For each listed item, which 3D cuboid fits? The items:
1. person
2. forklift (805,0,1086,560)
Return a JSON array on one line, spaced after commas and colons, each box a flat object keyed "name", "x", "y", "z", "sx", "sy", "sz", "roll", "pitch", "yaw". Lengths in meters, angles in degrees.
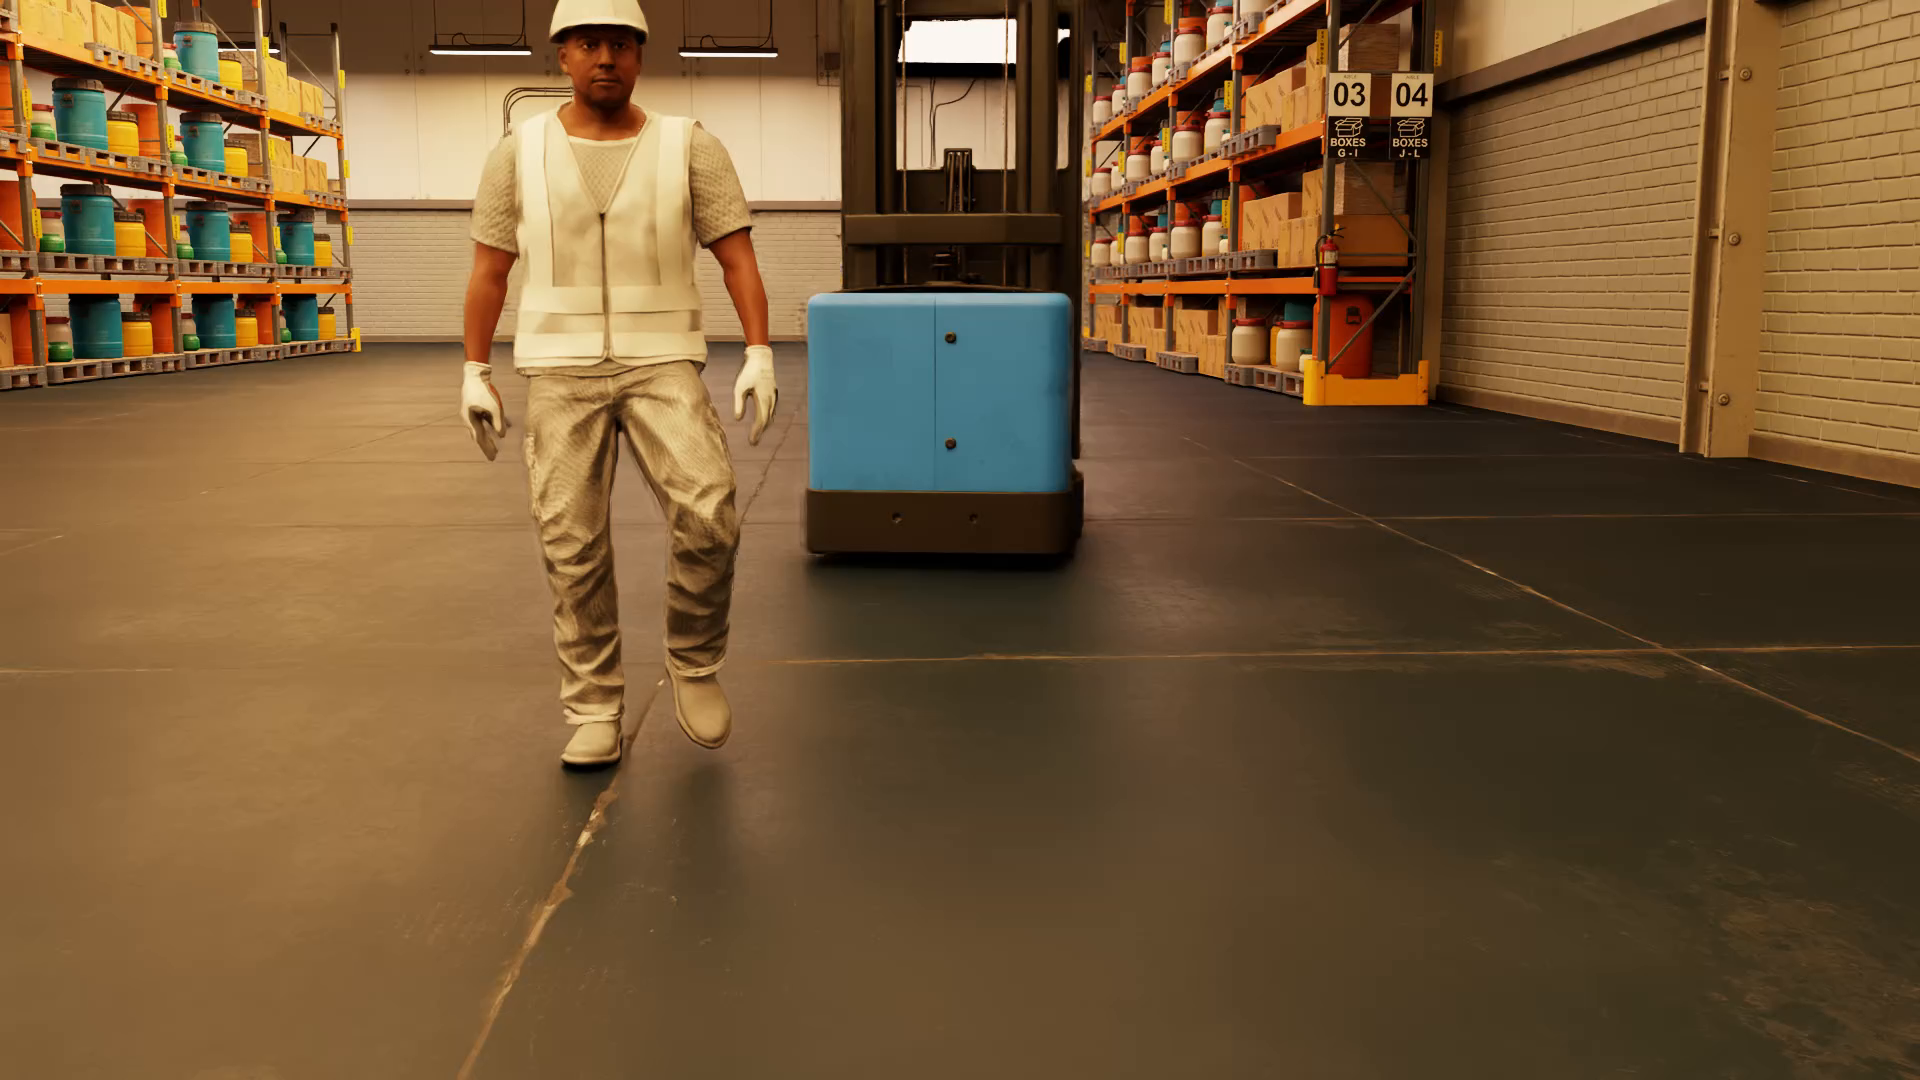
[{"name": "person", "x": -0.769, "y": -0.363, "z": 3.750, "sx": 0.716, "sy": 1.765, "sz": 0.468, "roll": -2, "pitch": 9, "yaw": -11}, {"name": "forklift", "x": 0.029, "y": -1.549, "z": 7.763, "sx": 1.130, "sy": 2.935, "sz": 3.031, "roll": 1, "pitch": 8, "yaw": 5}]
